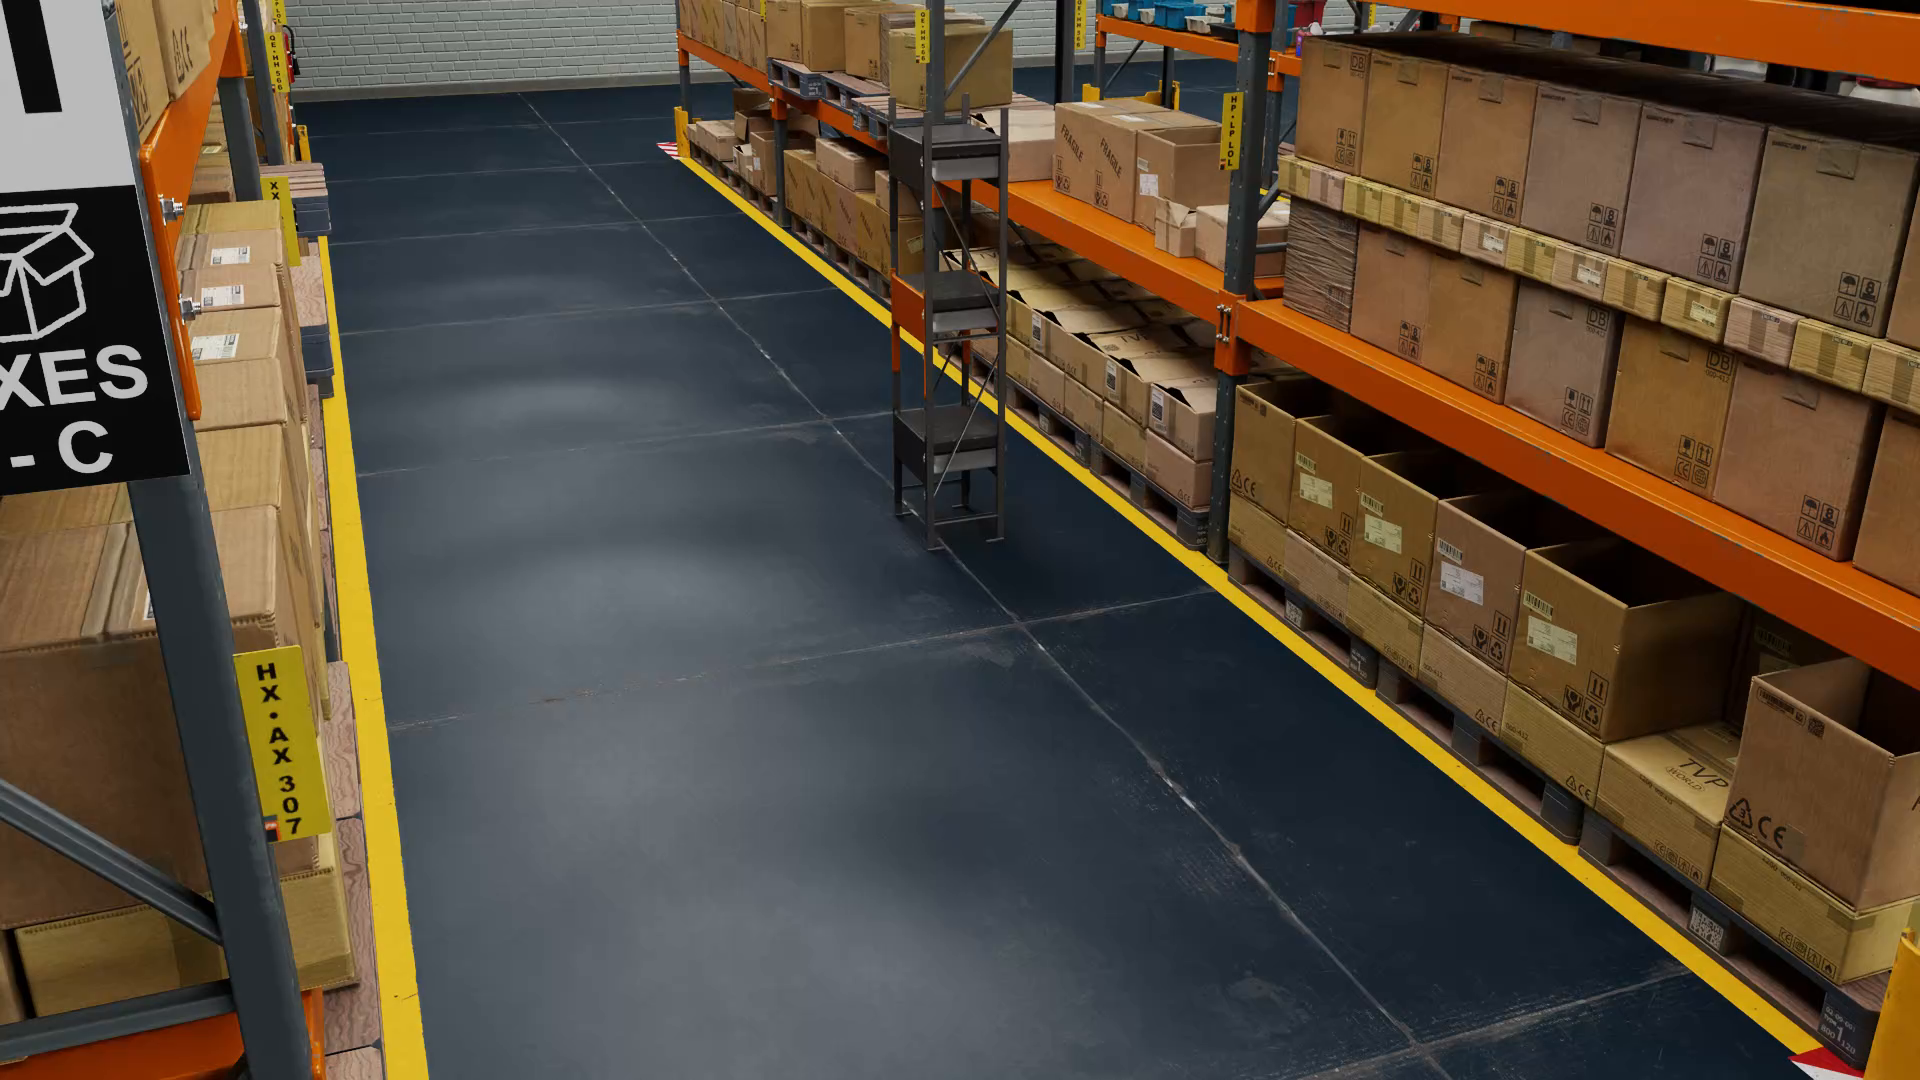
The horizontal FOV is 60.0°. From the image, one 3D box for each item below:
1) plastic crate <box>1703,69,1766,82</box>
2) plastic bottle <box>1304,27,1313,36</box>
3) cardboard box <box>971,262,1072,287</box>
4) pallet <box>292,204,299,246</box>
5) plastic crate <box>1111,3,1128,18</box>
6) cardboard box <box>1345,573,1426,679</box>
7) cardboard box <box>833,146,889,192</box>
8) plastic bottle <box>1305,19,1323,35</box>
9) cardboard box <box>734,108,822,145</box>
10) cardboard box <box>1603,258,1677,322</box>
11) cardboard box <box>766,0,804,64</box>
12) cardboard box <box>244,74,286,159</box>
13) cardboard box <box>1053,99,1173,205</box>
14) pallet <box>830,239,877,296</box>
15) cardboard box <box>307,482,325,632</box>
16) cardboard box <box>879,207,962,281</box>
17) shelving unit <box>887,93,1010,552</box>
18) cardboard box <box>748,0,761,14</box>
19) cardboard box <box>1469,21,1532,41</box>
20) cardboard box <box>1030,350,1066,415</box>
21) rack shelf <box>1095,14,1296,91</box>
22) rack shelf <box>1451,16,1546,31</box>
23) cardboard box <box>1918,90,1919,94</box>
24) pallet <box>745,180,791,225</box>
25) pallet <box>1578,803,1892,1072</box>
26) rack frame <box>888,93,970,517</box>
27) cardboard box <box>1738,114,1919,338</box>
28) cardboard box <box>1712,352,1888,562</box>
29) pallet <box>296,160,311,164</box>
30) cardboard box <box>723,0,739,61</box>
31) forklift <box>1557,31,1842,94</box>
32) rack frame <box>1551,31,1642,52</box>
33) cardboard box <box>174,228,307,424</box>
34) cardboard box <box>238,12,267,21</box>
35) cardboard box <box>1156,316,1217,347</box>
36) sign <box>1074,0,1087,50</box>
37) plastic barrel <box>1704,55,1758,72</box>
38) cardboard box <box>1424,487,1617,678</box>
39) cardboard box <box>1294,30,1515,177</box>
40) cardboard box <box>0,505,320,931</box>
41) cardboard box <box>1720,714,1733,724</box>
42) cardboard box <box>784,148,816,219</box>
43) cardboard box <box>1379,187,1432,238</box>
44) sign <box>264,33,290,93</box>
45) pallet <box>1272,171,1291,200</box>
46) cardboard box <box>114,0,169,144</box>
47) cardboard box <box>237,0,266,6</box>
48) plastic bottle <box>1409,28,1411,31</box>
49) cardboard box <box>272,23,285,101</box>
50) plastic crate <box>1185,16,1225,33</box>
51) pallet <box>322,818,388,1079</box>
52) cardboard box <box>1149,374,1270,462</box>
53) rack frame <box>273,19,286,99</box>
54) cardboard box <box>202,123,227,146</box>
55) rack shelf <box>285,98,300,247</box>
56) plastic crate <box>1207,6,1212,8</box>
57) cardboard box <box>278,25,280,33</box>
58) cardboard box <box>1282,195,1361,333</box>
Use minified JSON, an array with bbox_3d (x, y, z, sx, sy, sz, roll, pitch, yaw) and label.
[{"bbox_3d":[5.188,-2.879,11.136,0.402,0.464,0.583,-8,24,-19],"label":"plastic crate"},{"bbox_3d":[3.268,-4.638,15.543,0.061,0.283,0.133,-8,24,-19],"label":"plastic bottle"},{"bbox_3d":[0.371,-1.565,10.379,0.500,0.311,0.500,-9,24,-20],"label":"cardboard box"},{"bbox_3d":[-3.628,-1.317,7.761,1.003,0.211,1.213,-8,24,-19],"label":"pallet"},{"bbox_3d":[1.892,-6.029,18.954,0.250,0.136,0.298,-8,24,-19],"label":"plastic crate"},{"bbox_3d":[1.905,0.301,6.673,0.500,0.250,0.500,-8,24,-19],"label":"cardboard box"},{"bbox_3d":[-0.671,-2.896,12.944,0.500,0.250,0.500,-9,24,-20],"label":"cardboard box"},{"bbox_3d":[3.325,-4.722,15.656,0.144,0.351,0.185,-8,24,-19],"label":"plastic bottle"},{"bbox_3d":[-1.814,-3.988,16.498,0.797,0.503,0.637,-8,24,-19],"label":"cardboard box"},{"bbox_3d":[2.322,-0.822,5.373,0.380,0.149,0.250,-8,24,-18],"label":"cardboard box"},{"bbox_3d":[-1.187,-4.291,13.898,0.700,0.500,0.500,-18,29,-36],"label":"cardboard box"},{"bbox_3d":[-4.297,-2.523,9.837,0.500,0.500,0.500,-8,24,-17],"label":"cardboard box"},{"bbox_3d":[0.876,-2.239,9.572,0.500,0.500,0.500,-10,25,-22],"label":"cardboard box"},{"bbox_3d":[-0.388,-2.234,13.280,1.003,0.211,1.213,-8,24,-19],"label":"pallet"},{"bbox_3d":[-1.962,0.070,4.390,0.500,0.250,0.500,-8,24,-19],"label":"cardboard box"},{"bbox_3d":[-0.282,-2.159,12.162,0.500,0.500,0.500,-7,24,-17],"label":"cardboard box"},{"bbox_3d":[-0.058,-1.028,7.985,0.431,2.100,0.503,-8,24,-19],"label":"shelving unit"},{"bbox_3d":[-1.566,-4.909,14.619,0.500,0.500,0.500,-8,24,-19],"label":"cardboard box"},{"bbox_3d":[7.011,-6.058,20.956,0.875,0.875,0.875,-8,24,-19],"label":"cardboard box"},{"bbox_3d":[0.727,-0.939,9.616,0.500,0.250,0.500,-8,24,-18],"label":"cardboard box"},{"bbox_3d":[2.783,-5.327,17.954,1.077,0.370,4.000,-8,24,-19],"label":"rack shelf"},{"bbox_3d":[7.417,-6.007,19.566,1.077,0.370,4.000,-8,24,-19],"label":"rack shelf"},{"bbox_3d":[9.312,-3.626,15.187,1.225,0.875,0.875,-10,25,-21],"label":"cardboard box"},{"bbox_3d":[-1.387,-3.218,15.615,1.003,0.211,1.213,-8,24,-19],"label":"pallet"},{"bbox_3d":[2.785,1.119,5.323,1.003,0.211,1.213,-8,24,-19],"label":"pallet"},{"bbox_3d":[-0.145,-1.116,8.195,0.400,2.100,0.015,-8,24,-19],"label":"rack frame"},{"bbox_3d":[2.731,-0.919,4.768,0.700,0.500,0.500,-9,24,-20],"label":"cardboard box"},{"bbox_3d":[2.751,-0.301,4.974,0.700,0.500,0.500,-8,24,-18],"label":"cardboard box"},{"bbox_3d":[-6.836,-3.461,16.191,1.003,0.211,1.213,-8,24,-19],"label":"pallet"},{"bbox_3d":[-1.929,-4.820,15.695,0.500,0.500,0.500,-8,24,-18],"label":"cardboard box"},{"bbox_3d":[3.528,-1.709,8.531,1.130,2.935,3.031,-5,23,-12],"label":"forklift"},{"bbox_3d":[4.903,-3.479,12.642,1.000,3.000,0.127,-8,24,-19],"label":"rack frame"},{"bbox_3d":[-2.314,-0.642,5.112,0.500,0.500,0.500,-8,24,-19],"label":"cardboard box"},{"bbox_3d":[-4.475,-3.053,10.128,0.500,0.250,0.500,-9,24,-20],"label":"cardboard box"},{"bbox_3d":[1.412,-1.087,9.244,0.500,0.311,0.500,-9,25,-21],"label":"cardboard box"},{"bbox_3d":[0.786,-3.411,10.991,0.100,0.325,0.005,-8,24,-19],"label":"sign"},{"bbox_3d":[5.466,-3.186,11.803,0.421,0.512,0.421,0,23,0],"label":"plastic barrel"},{"bbox_3d":[2.084,0.137,6.097,0.500,0.500,0.500,-8,24,-19],"label":"cardboard box"},{"bbox_3d":[1.843,-1.831,6.932,0.700,0.500,0.500,-8,24,-19],"label":"cardboard box"},{"bbox_3d":[-1.427,0.287,2.909,0.500,0.500,0.500,-8,24,-19],"label":"cardboard box"},{"bbox_3d":[2.756,0.592,5.984,0.500,0.250,0.500,-8,24,-19],"label":"cardboard box"},{"bbox_3d":[-1.202,-3.096,14.384,0.500,0.500,0.500,-9,25,-21],"label":"cardboard box"},{"bbox_3d":[1.870,-1.288,6.480,0.380,0.149,0.250,-9,24,-19],"label":"cardboard box"},{"bbox_3d":[-3.861,-2.694,9.392,0.100,0.325,0.005,-8,24,-19],"label":"sign"},{"bbox_3d":[3.724,-3.361,15.953,1.003,0.211,1.213,-8,24,-19],"label":"pallet"},{"bbox_3d":[-1.423,-0.806,2.284,0.500,0.500,0.500,-8,24,-18],"label":"cardboard box"},{"bbox_3d":[-4.841,-3.419,10.996,0.500,0.250,0.500,-9,24,-20],"label":"cardboard box"},{"bbox_3d":[4.121,-4.620,15.414,0.144,0.351,0.185,-8,24,-19],"label":"plastic bottle"},{"bbox_3d":[-5.190,-3.448,12.031,0.500,0.500,0.500,-8,24,-19],"label":"cardboard box"},{"bbox_3d":[2.594,-5.430,17.533,0.293,0.136,0.466,-8,24,-19],"label":"plastic crate"},{"bbox_3d":[-2.247,1.302,4.889,1.003,0.211,1.213,-8,24,-19],"label":"pallet"},{"bbox_3d":[1.270,-0.640,8.183,0.500,0.311,0.500,-8,24,-19],"label":"cardboard box"},{"bbox_3d":[-5.778,-3.573,12.865,1.000,3.000,0.127,-8,24,-19],"label":"rack frame"},{"bbox_3d":[-3.553,-1.543,7.355,0.700,0.500,0.500,-5,23,-12],"label":"cardboard box"},{"bbox_3d":[-5.072,-2.515,11.280,1.077,0.370,4.000,-8,24,-19],"label":"rack shelf"},{"bbox_3d":[2.623,-5.913,18.679,0.396,0.136,0.243,-8,24,-19],"label":"plastic crate"},{"bbox_3d":[-6.207,-4.176,13.911,0.980,0.700,0.700,-9,24,-20],"label":"cardboard box"},{"bbox_3d":[1.843,-1.233,7.184,0.700,0.500,0.500,-9,24,-20],"label":"cardboard box"}]
